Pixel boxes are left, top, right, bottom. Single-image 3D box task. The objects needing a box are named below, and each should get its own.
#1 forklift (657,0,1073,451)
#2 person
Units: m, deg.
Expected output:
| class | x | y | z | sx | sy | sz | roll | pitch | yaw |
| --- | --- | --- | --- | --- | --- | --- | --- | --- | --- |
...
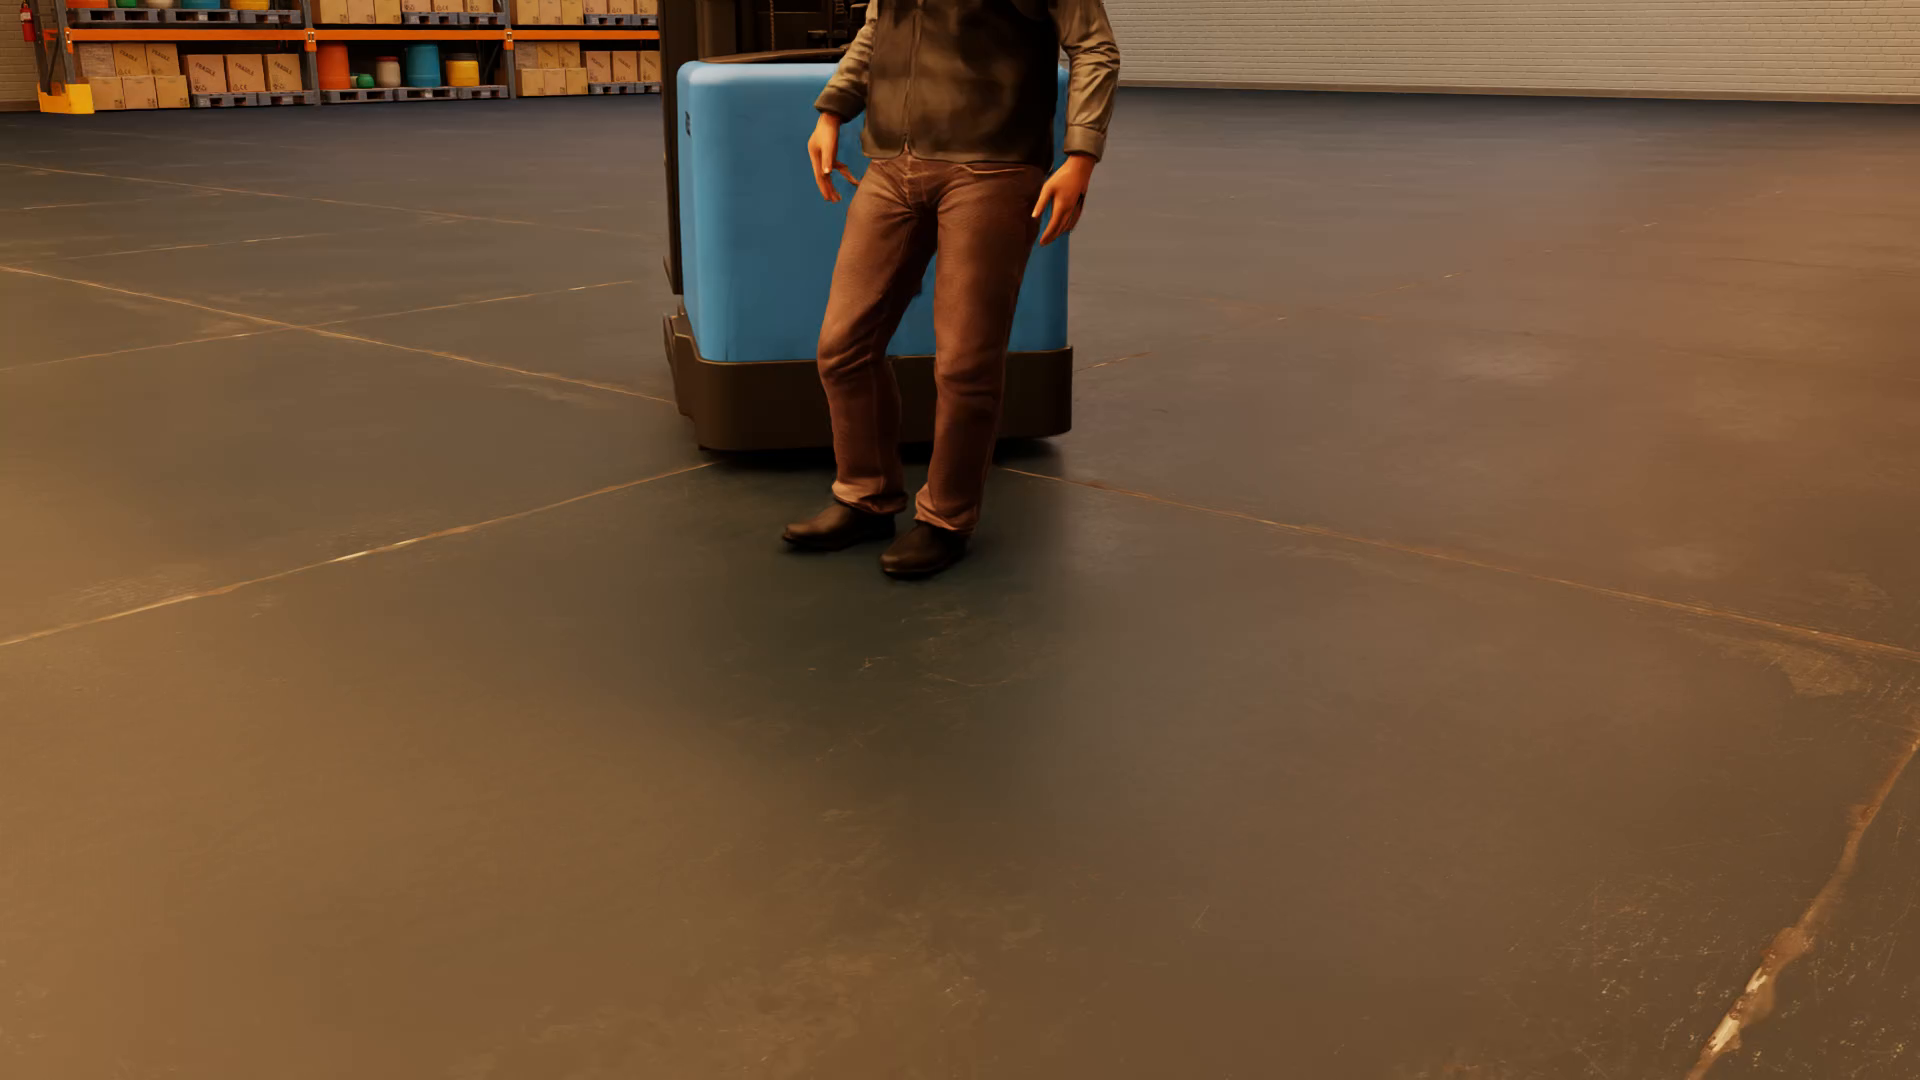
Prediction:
| class | x | y | z | sx | sy | sz | roll | pitch | yaw |
| --- | --- | --- | --- | --- | --- | --- | --- | --- | --- |
| forklift | -0.486 | -2.029 | 5.579 | 1.130 | 2.935 | 3.031 | -3 | 17 | -11 |
| person | -0.047 | -0.777 | 3.616 | 0.712 | 1.711 | 0.496 | 12 | 21 | 34 |
